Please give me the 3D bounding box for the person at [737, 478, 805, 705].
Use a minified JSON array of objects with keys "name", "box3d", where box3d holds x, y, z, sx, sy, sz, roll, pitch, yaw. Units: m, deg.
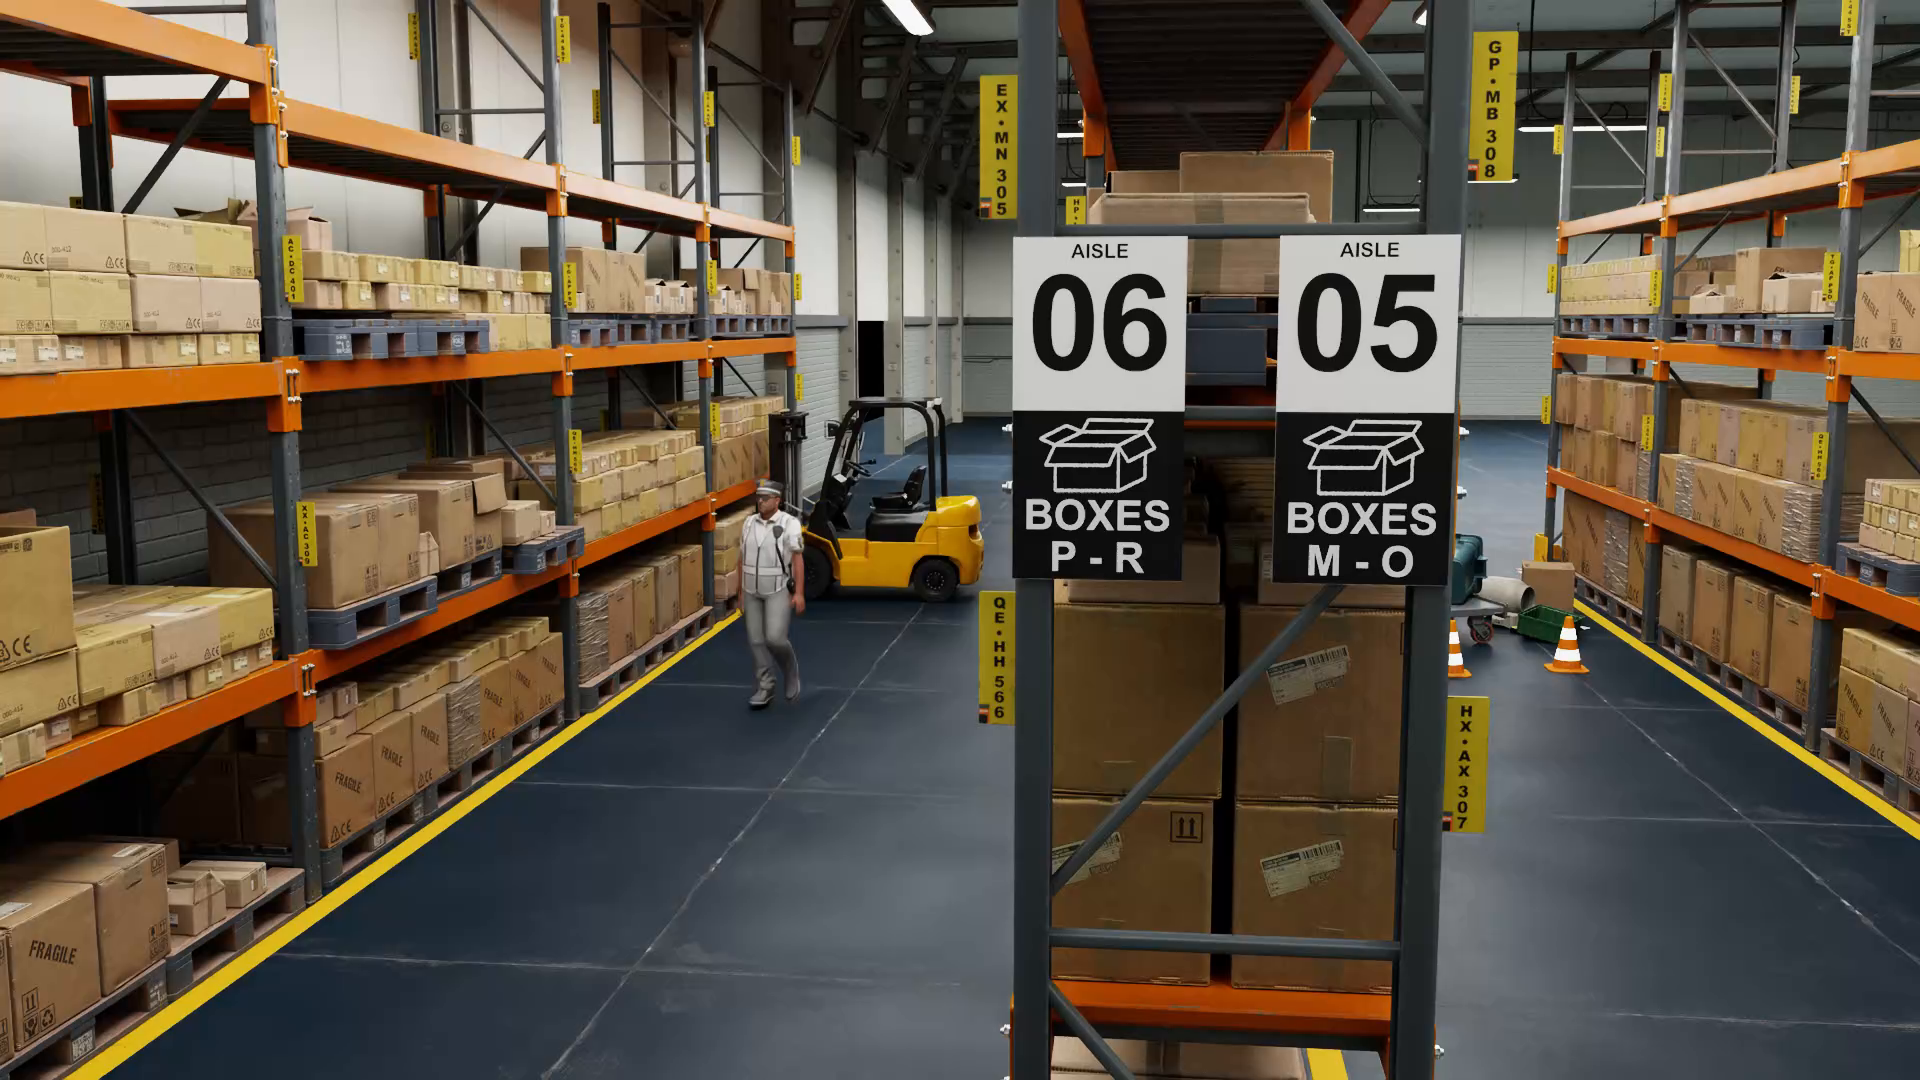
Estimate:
[{"name":"person","box3d":[-1.489,0.400,12.951,0.569,1.767,0.495,3,8,21]}]
